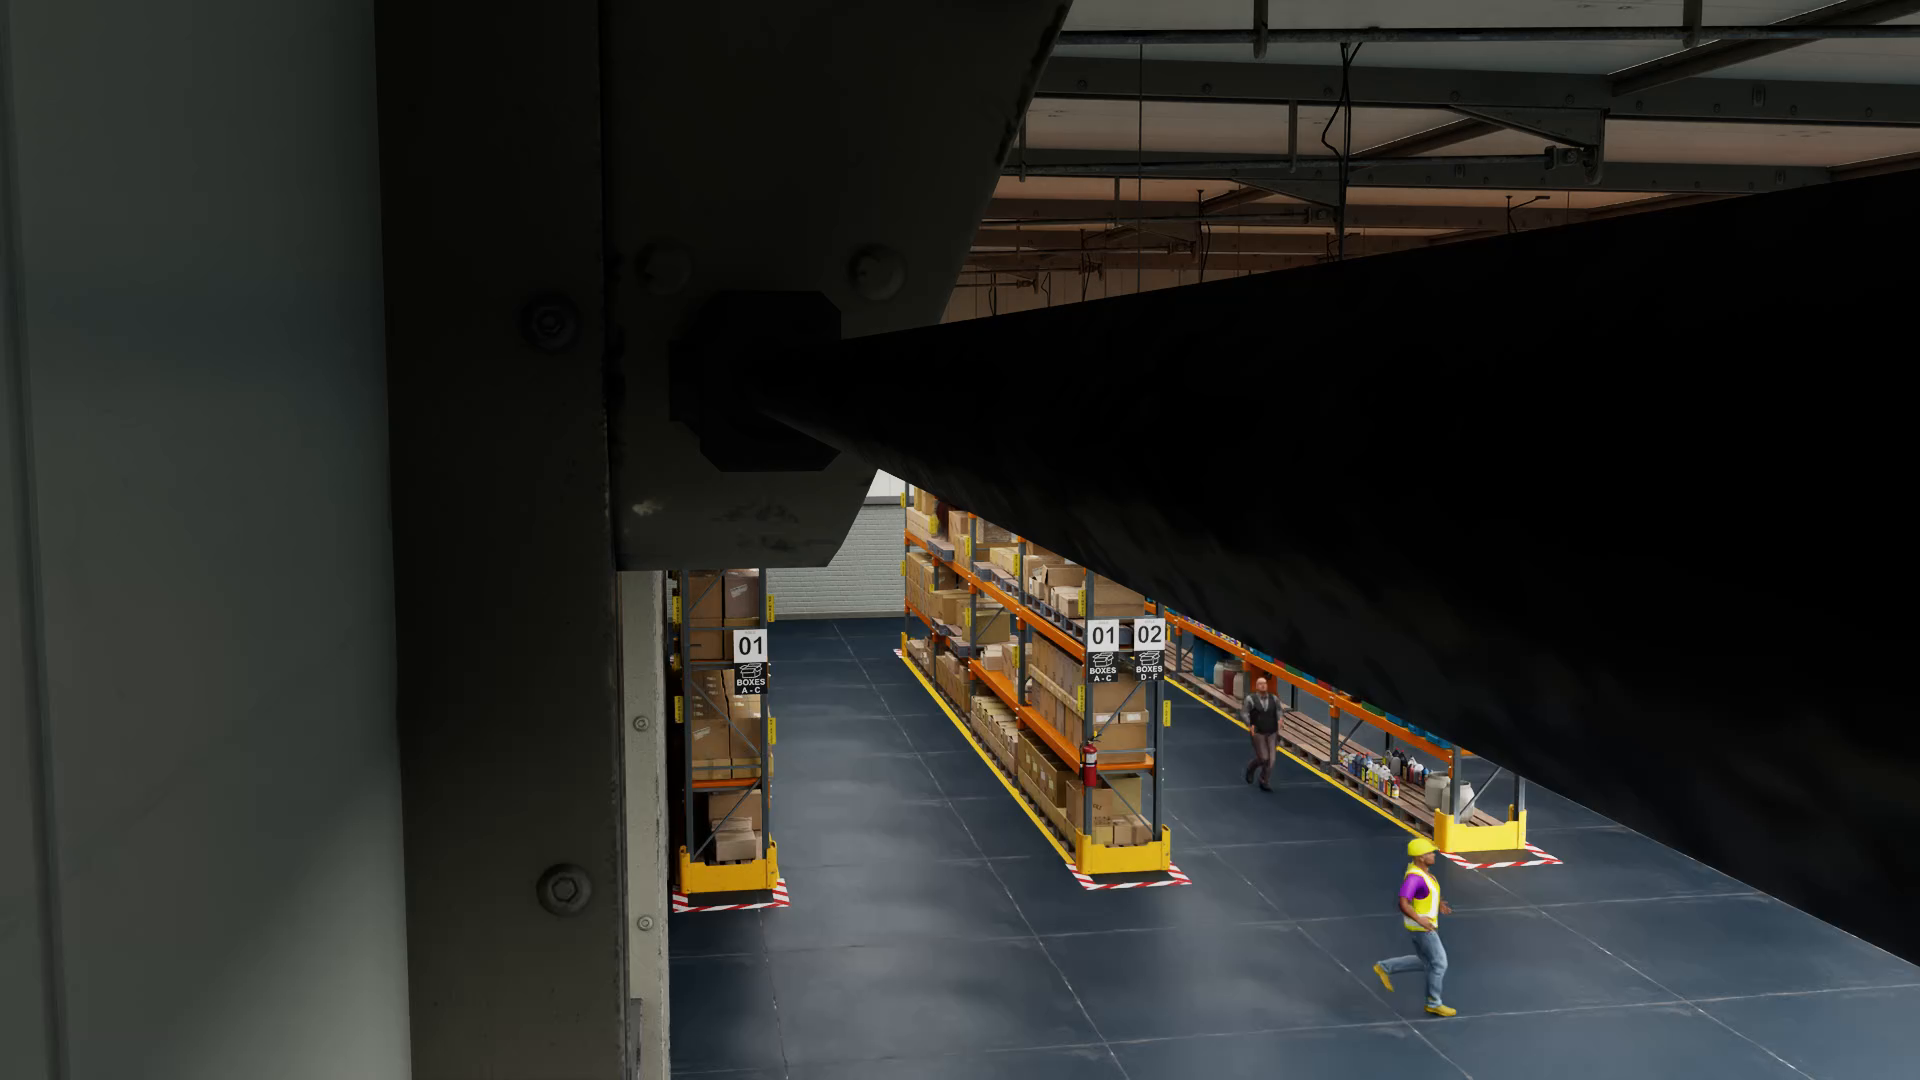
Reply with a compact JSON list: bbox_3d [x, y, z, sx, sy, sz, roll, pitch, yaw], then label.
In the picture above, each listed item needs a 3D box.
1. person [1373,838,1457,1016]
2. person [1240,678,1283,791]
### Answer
[{"bbox_3d":[4.481,3.786,16.326,0.815,1.749,0.700,2,6,15],"label":"person"},{"bbox_3d":[4.587,2.917,24.997,0.661,1.676,0.515,-1,6,-10],"label":"person"}]
